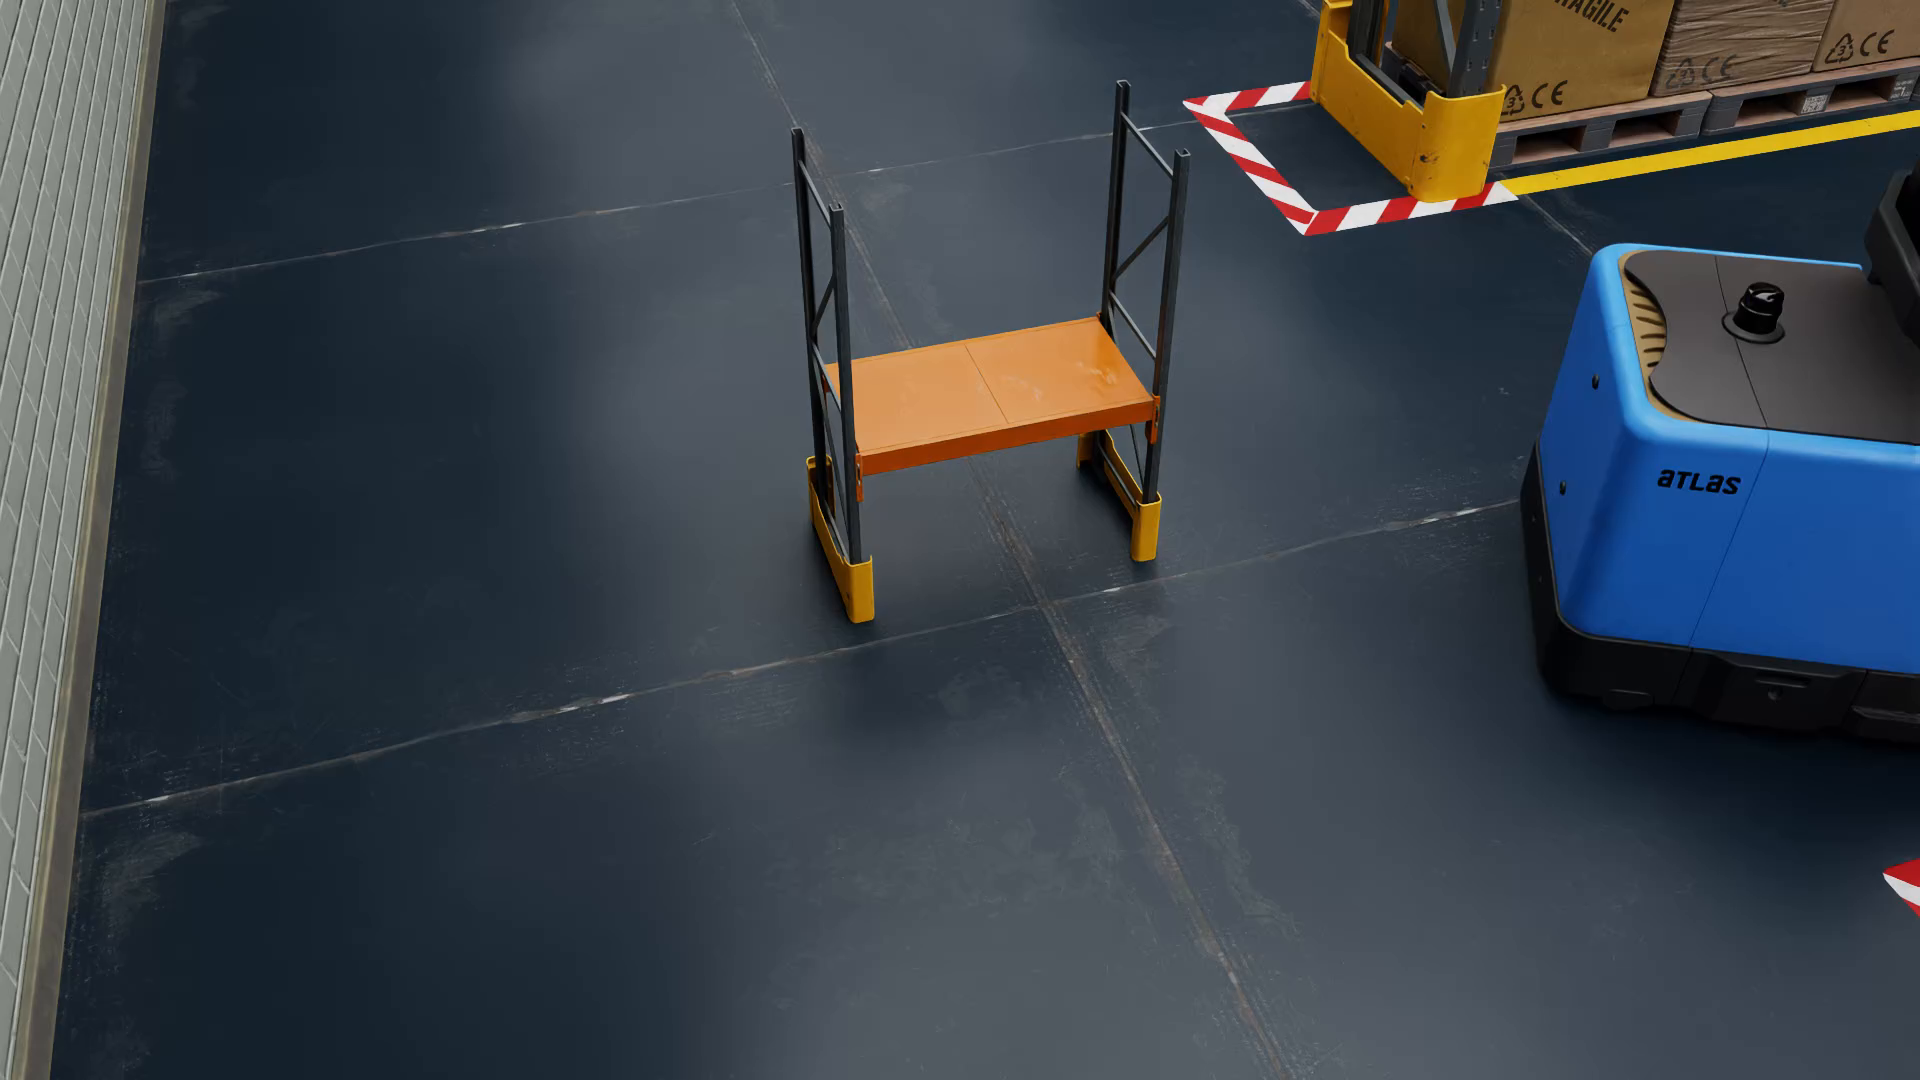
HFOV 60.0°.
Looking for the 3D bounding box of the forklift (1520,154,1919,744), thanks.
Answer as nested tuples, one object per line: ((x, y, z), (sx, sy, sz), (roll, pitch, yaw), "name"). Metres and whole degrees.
((3.371, -0.749, 4.379), (3.031, 2.935, 1.130), (7, 42, 8), "forklift")

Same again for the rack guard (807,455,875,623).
((-0.402, -0.011, 5.572), (0.087, 0.250, 0.587), (-12, 42, -13), "rack guard")

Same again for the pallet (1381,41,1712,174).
((2.823, -2.198, 8.105), (1.213, 0.211, 1.003), (-12, 42, -13), "pallet")

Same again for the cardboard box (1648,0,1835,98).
((3.538, -2.755, 7.920), (0.875, 0.875, 0.875), (-12, 42, -13), "cardboard box")

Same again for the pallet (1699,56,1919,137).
((3.985, -2.437, 8.378), (1.213, 0.211, 1.003), (-12, 42, -13), "pallet")

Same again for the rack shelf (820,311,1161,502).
((0.081, -0.446, 5.394), (1.000, 0.185, 0.538), (-12, 42, -13), "rack shelf")

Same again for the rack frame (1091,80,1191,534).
((0.566, -0.682, 5.391), (0.032, 1.500, 0.500), (-12, 42, -13), "rack frame")

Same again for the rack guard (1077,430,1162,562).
((0.548, -0.208, 5.798), (0.087, 0.250, 0.587), (-12, 42, -13), "rack guard")

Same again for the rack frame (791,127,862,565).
((-0.403, -0.481, 5.161), (0.032, 1.500, 0.500), (-12, 42, -13), "rack frame")

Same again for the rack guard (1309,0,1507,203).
((2.061, -2.095, 7.768), (0.348, 0.500, 1.175), (-12, 42, -13), "rack guard")

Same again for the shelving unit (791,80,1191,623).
((0.073, -0.580, 5.274), (1.083, 1.500, 0.587), (-12, 42, -13), "shelving unit")

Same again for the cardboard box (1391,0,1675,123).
((2.670, -2.576, 7.714), (0.875, 0.875, 0.875), (-12, 42, -13), "cardboard box")

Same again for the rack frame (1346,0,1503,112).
((2.084, -3.041, 6.951), (0.127, 3.000, 1.000), (-12, 42, -13), "rack frame")

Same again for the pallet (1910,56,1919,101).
((5.150, -2.680, 8.657), (1.213, 0.211, 1.003), (-12, 42, -13), "pallet")

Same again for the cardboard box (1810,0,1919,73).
((4.387, -2.931, 8.121), (0.875, 0.875, 0.875), (-12, 42, -13), "cardboard box")
